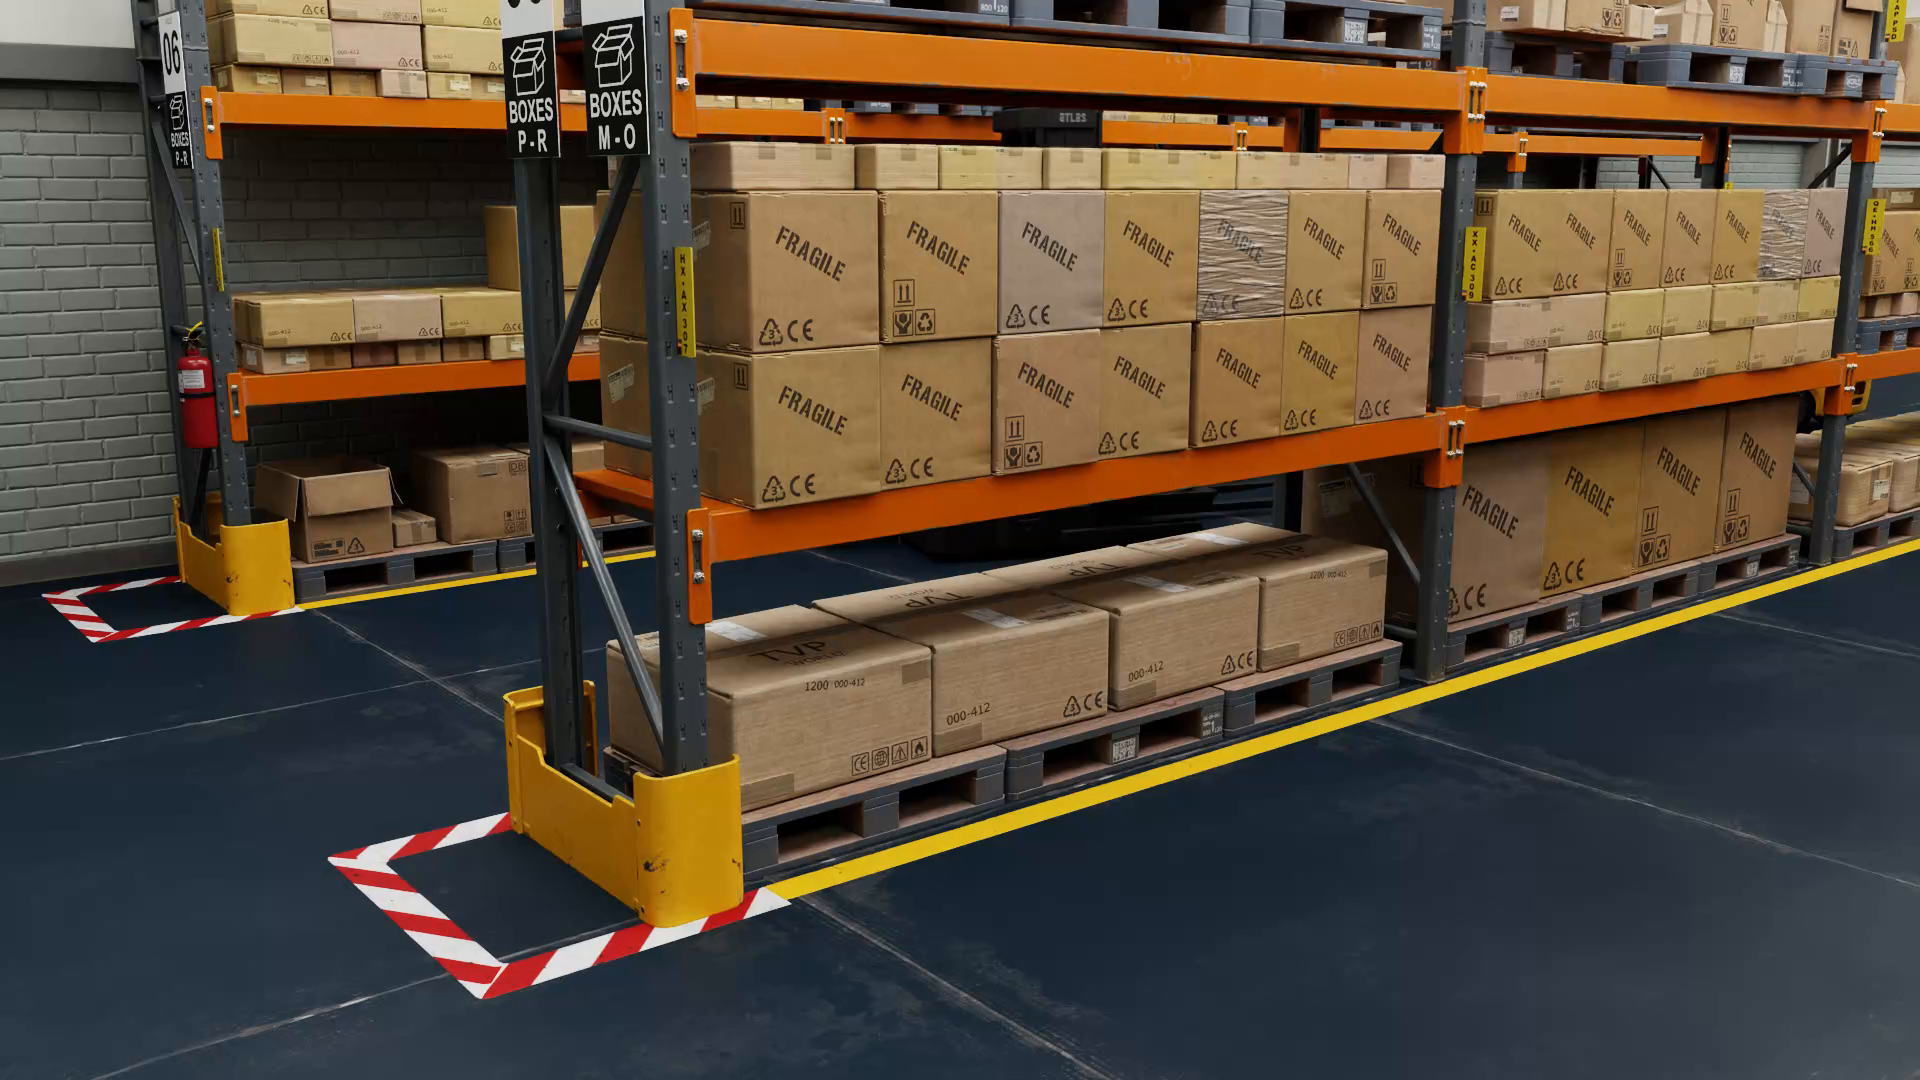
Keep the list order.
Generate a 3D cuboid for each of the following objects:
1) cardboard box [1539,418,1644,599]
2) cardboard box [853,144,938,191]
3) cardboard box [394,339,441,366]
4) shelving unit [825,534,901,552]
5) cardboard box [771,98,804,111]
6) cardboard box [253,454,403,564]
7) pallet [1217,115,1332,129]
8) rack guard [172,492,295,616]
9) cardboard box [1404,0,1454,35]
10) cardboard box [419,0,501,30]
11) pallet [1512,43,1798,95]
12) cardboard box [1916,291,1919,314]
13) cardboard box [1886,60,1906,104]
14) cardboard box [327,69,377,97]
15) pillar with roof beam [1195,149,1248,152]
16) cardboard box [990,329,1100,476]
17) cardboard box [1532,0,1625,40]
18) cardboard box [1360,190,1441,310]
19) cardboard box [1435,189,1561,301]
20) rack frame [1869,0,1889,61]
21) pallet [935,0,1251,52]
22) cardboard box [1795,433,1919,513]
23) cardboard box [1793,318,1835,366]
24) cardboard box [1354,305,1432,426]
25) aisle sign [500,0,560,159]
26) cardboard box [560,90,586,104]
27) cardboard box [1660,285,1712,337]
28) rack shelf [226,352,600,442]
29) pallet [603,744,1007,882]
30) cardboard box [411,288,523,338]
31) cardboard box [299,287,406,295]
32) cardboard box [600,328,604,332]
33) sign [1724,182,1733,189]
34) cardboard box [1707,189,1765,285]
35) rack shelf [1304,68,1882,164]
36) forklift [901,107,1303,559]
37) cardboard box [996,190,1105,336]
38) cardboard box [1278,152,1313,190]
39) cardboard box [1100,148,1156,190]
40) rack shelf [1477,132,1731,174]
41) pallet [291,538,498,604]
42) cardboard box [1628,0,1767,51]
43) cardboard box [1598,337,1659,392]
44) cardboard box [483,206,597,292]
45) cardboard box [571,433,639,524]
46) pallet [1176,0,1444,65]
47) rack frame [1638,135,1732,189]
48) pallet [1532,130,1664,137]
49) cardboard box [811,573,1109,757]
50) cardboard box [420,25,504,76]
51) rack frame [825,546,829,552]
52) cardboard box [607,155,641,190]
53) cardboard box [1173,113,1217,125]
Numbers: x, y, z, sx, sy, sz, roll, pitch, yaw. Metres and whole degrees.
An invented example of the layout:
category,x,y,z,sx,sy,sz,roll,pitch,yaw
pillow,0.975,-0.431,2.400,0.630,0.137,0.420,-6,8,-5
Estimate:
category,x,y,z,sx,sy,sz,roll,pitch,yaw
cardboard box,3.089,-0.242,9.149,0.875,0.875,0.875,-9,15,-36
cardboard box,-0.284,-1.262,5.639,0.250,0.149,0.380,-9,15,-36
cardboard box,-3.256,-1.127,9.822,0.250,0.149,0.380,-9,15,-36
shelving unit,-0.663,-0.547,10.814,0.503,1.200,0.258,-4,13,-19
cardboard box,-1.246,-2.918,11.032,0.250,0.149,0.380,-10,15,-38
cardboard box,-3.736,-0.197,9.836,0.637,0.503,0.797,-10,16,-40
pallet,2.448,-3.665,14.399,1.003,0.211,1.213,-9,15,-35
rack guard,-4.214,0.064,9.625,0.348,0.500,1.175,-9,15,-38
cardboard box,2.511,-2.641,8.327,0.500,0.311,0.500,-9,15,-38
cardboard box,-2.977,-3.080,9.633,0.500,0.250,0.500,-10,15,-39
pallet,3.737,-2.520,9.007,1.213,0.211,1.003,-9,15,-35
cardboard box,6.160,-1.569,10.889,0.250,0.149,0.380,-9,15,-37
cardboard box,5.629,-2.831,10.339,0.258,0.266,0.396,-9,15,-38
cardboard box,-3.479,-2.566,9.374,0.250,0.149,0.380,-9,15,-37
pillar with roof beam,5.118,-4.739,11.781,0.400,9.000,9.100,-9,15,-38
cardboard box,0.171,-0.542,6.221,0.500,0.500,0.500,-10,15,-38
cardboard box,2.824,-2.652,7.926,0.500,0.500,0.500,-10,15,-39
cardboard box,1.758,-1.296,7.360,0.500,0.500,0.500,-10,15,-38
cardboard box,2.477,-1.412,7.909,0.500,0.500,0.500,-9,15,-37
rack frame,5.078,-4.317,9.795,0.127,3.000,1.000,-9,15,-38
pallet,0.357,-2.026,6.438,1.213,0.211,1.003,-9,15,-38
cardboard box,6.096,-0.471,11.442,0.625,0.372,0.950,-10,15,-39
cardboard box,4.845,-1.201,9.927,0.500,0.250,0.500,-10,16,-40
cardboard box,1.752,-0.811,7.485,0.500,0.500,0.500,-9,15,-37
aisle sign,-1.419,-1.657,5.452,0.004,0.787,0.394,-9,15,-38
cardboard box,-2.429,-2.713,10.069,0.250,0.149,0.380,-9,15,-37
cardboard box,3.668,-1.245,8.930,0.500,0.250,0.500,-10,16,-39
rack shelf,-2.711,-1.057,10.616,4.000,0.370,1.077,-9,15,-38
pallet,-0.594,0.903,6.368,1.213,0.211,1.003,-9,15,-38
cardboard box,-2.963,-1.368,9.995,0.500,0.250,0.500,-10,15,-39
cardboard box,-3.676,-1.391,10.101,0.500,0.250,0.500,-9,15,-37
cardboard box,-2.293,-1.305,10.659,0.250,0.149,0.380,-9,15,-37
sign,8.549,-3.818,18.528,0.005,0.325,0.100,-9,15,-38
cardboard box,4.050,-1.680,9.170,0.500,0.500,0.500,-9,15,-38
rack shelf,3.516,-2.238,8.959,4.000,0.370,1.077,-9,15,-38
forklift,1.072,-1.480,11.042,3.031,2.935,1.130,-4,13,-19
cardboard box,0.180,-1.035,6.133,0.500,0.500,0.500,-10,15,-38
cardboard box,1.252,-1.544,6.970,0.250,0.149,0.380,-10,15,-38
cardboard box,0.518,-1.395,6.269,0.250,0.149,0.380,-10,16,-39
rack shelf,6.659,-4.081,17.637,4.000,0.370,1.077,-9,15,-38
pallet,-3.592,0.102,10.143,1.213,0.211,1.003,-9,15,-38
cardboard box,3.883,-2.828,8.754,0.500,0.500,0.500,-9,15,-37
cardboard box,3.276,-0.936,8.675,0.500,0.250,0.500,-10,15,-38
cardboard box,-2.579,-1.798,10.214,0.500,0.500,0.500,-9,15,-36
cardboard box,-2.234,-0.435,10.963,0.500,0.500,0.700,-10,16,-40
pallet,1.309,-2.183,7.180,1.213,0.211,1.003,-9,15,-38
rack frame,8.221,-3.225,19.096,0.127,3.000,1.000,-9,15,-38
pallet,6.699,-4.403,17.632,1.213,0.211,1.003,-9,15,-38
cardboard box,-0.007,0.481,6.798,0.875,0.438,0.875,-9,15,-36
cardboard box,-2.964,-2.835,9.684,0.500,0.250,0.500,-10,16,-39
rack frame,-0.893,-0.530,10.736,0.015,1.200,0.240,-4,13,-19
cardboard box,-1.014,-1.279,5.720,0.250,0.149,0.380,-9,15,-37
cardboard box,1.725,-3.475,13.412,0.500,0.250,0.500,-10,16,-40
